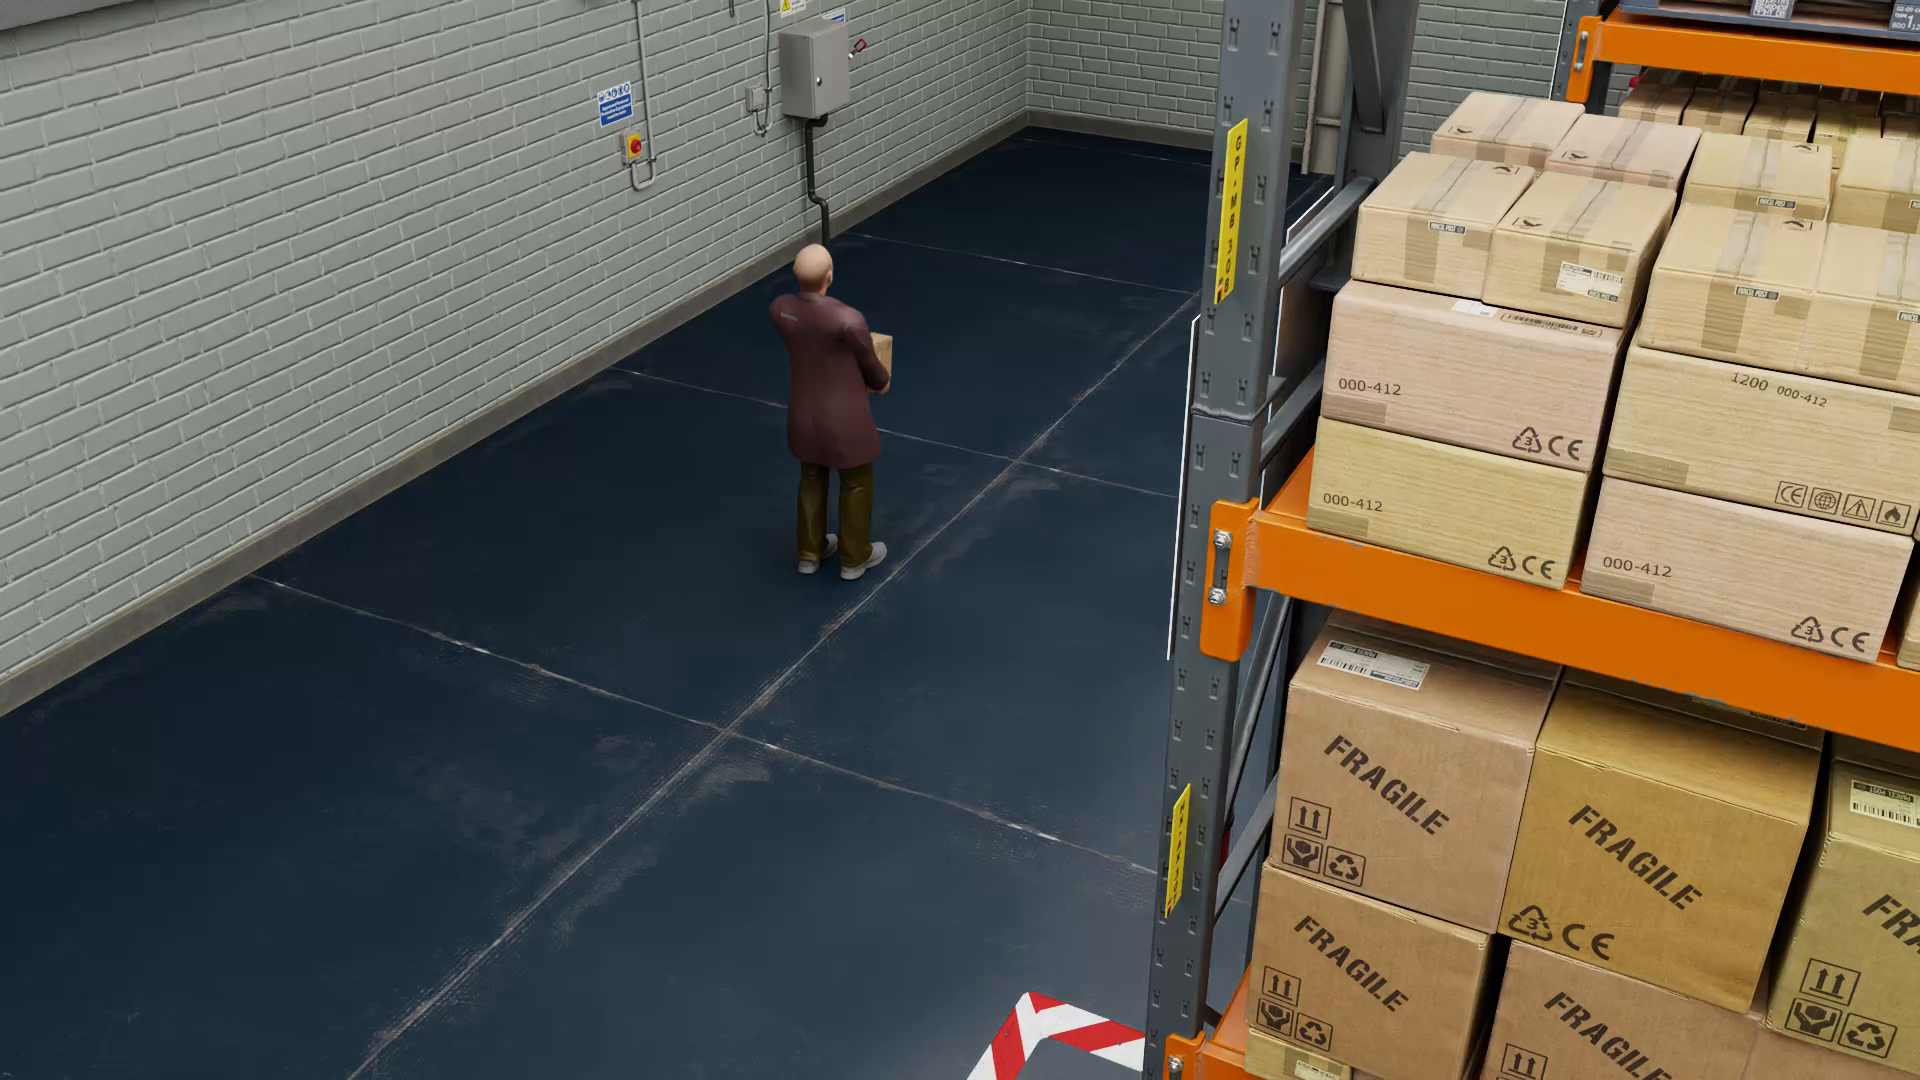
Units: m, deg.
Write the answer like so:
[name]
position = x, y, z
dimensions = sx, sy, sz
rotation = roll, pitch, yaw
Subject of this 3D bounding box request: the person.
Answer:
[person]
position = -0.603, -0.672, 8.328
dimensions = 0.525, 1.776, 0.554
rotation = 15, 33, 24
